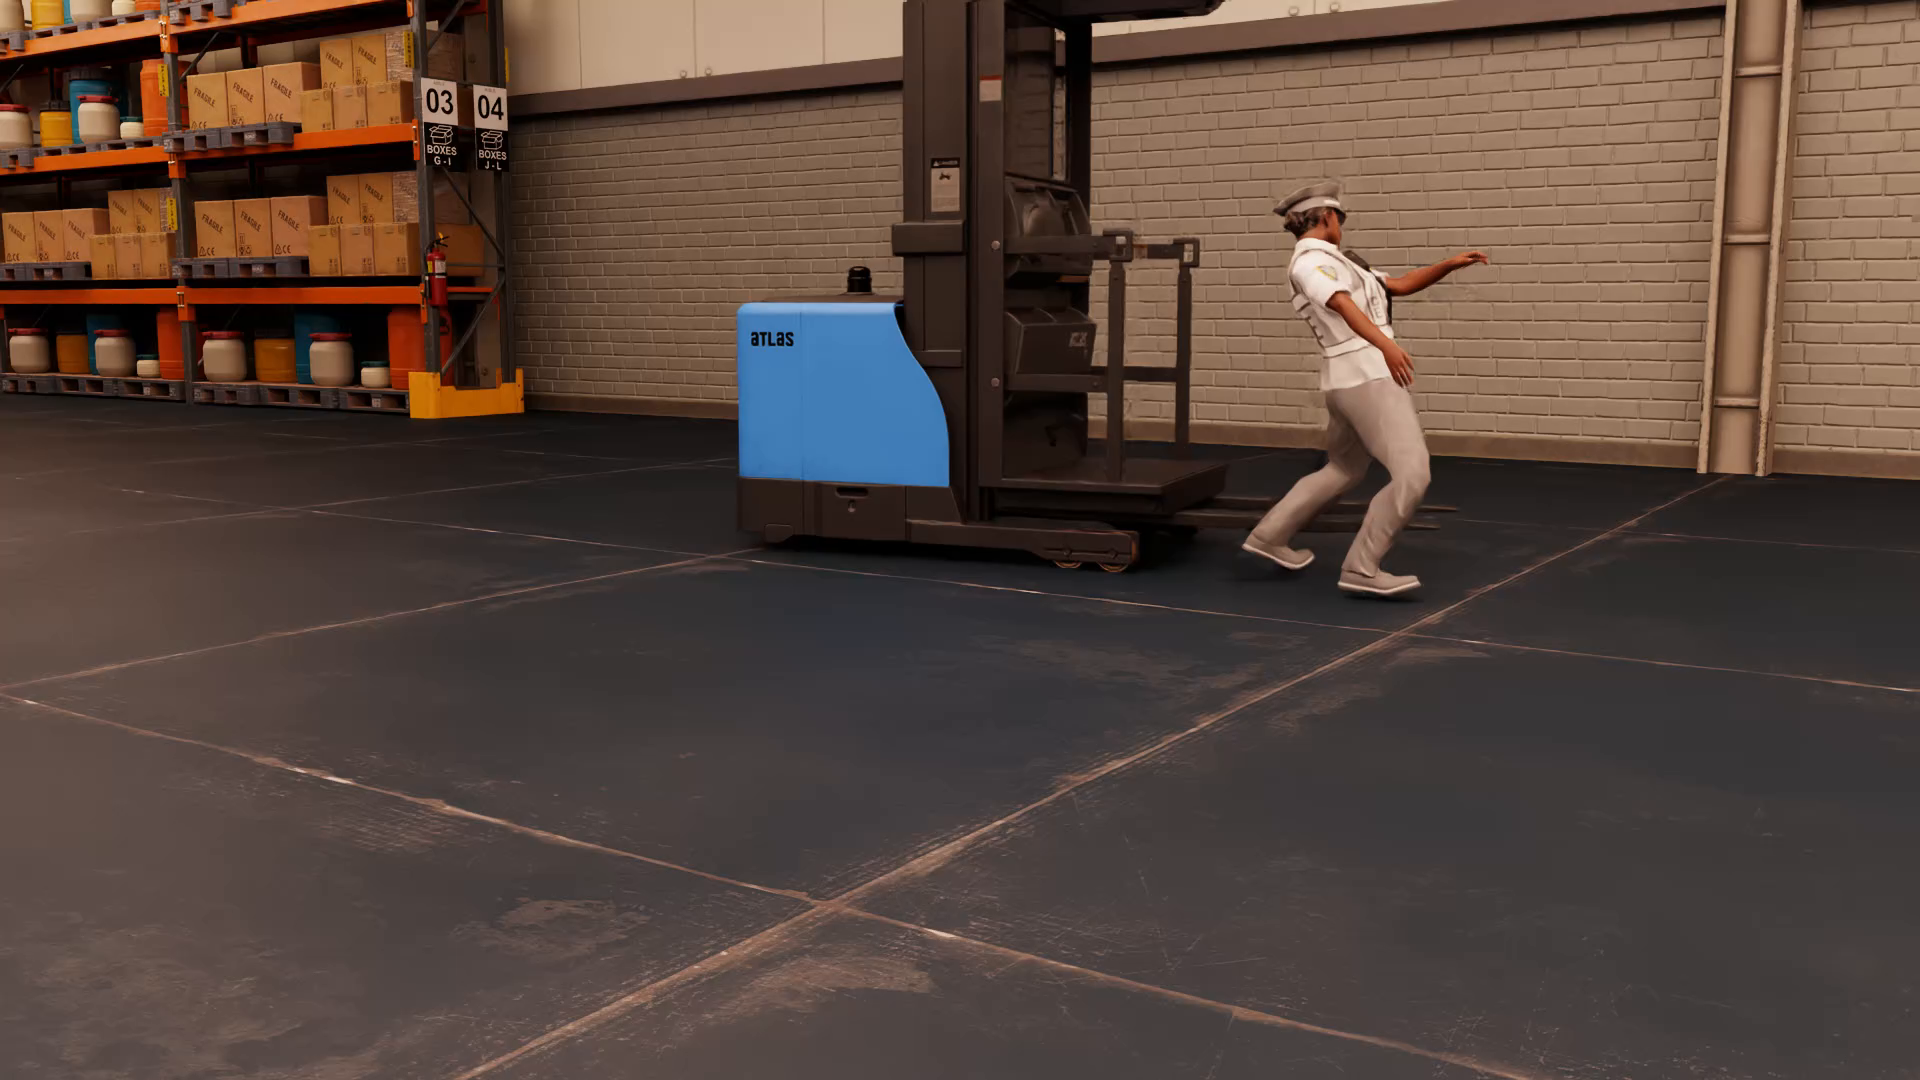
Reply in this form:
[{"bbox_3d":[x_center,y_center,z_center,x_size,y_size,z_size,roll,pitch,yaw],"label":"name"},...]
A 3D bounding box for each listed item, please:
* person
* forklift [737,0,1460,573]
[{"bbox_3d":[1.492,-0.562,6.079,0.809,1.492,0.871,1,8,4],"label":"person"},{"bbox_3d":[0.571,-1.405,7.072,3.031,2.935,1.130,3,9,23],"label":"forklift"}]
